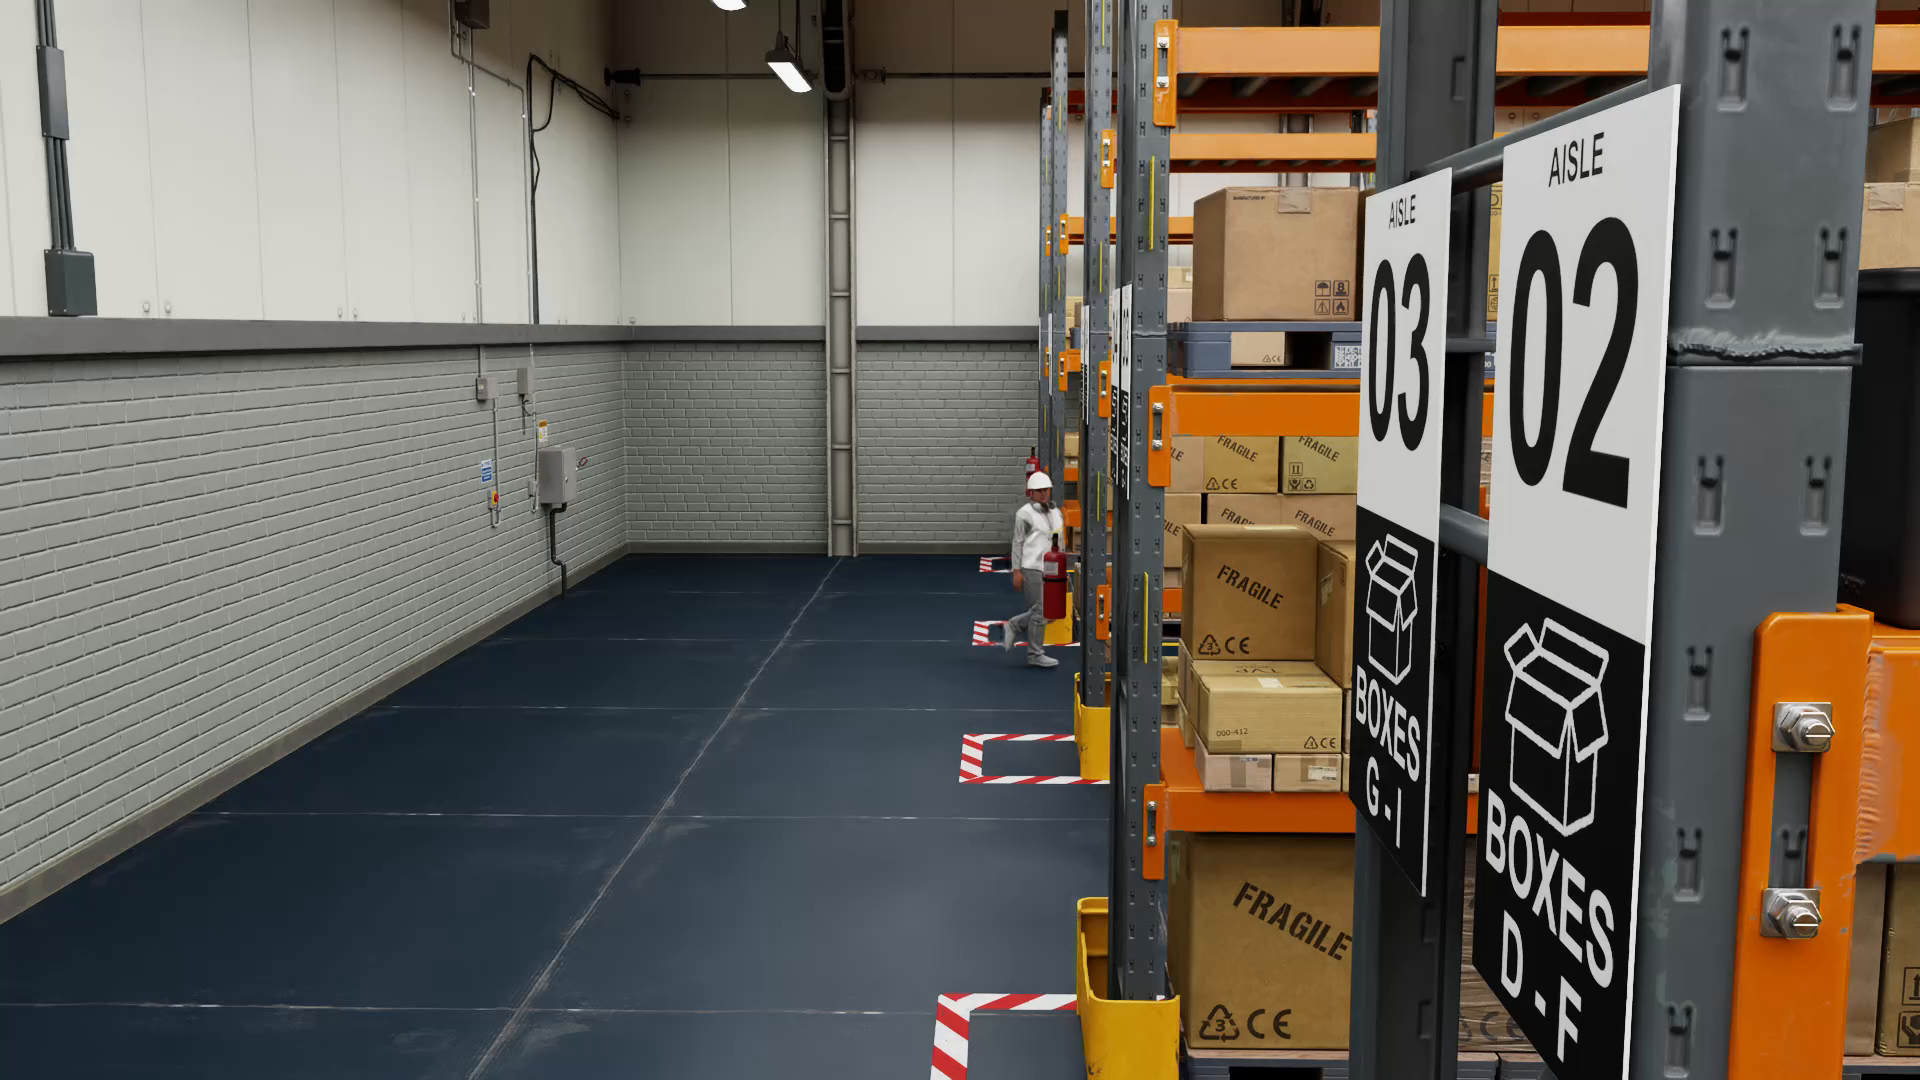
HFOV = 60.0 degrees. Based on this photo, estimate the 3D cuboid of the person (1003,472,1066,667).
[{"bbox_3d":[0.652,0.250,15.102,0.641,1.754,0.561,6,9,39],"label":"person"}]
